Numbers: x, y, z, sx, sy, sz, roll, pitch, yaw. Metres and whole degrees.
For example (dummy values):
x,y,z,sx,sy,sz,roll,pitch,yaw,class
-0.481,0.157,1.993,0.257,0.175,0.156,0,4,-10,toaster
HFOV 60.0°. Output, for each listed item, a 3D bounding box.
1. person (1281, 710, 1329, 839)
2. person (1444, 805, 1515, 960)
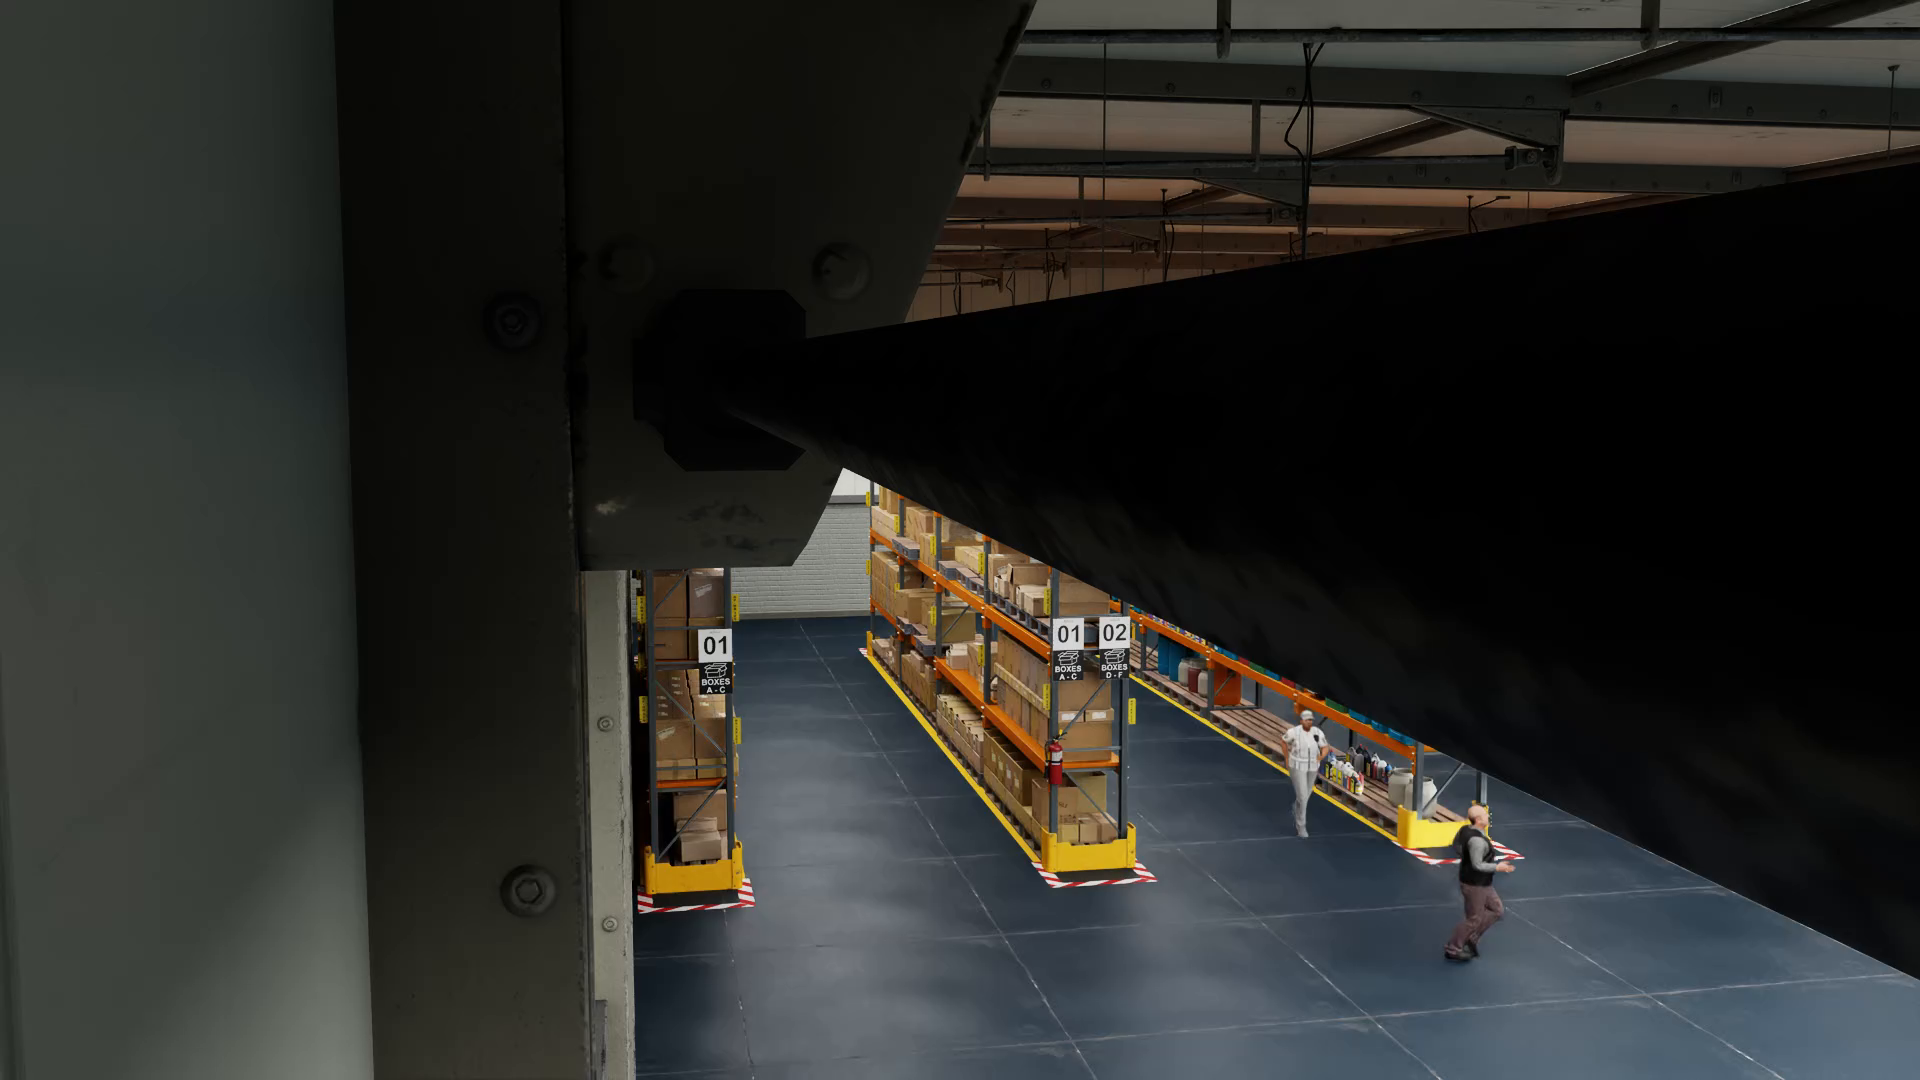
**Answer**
x,y,z,sx,sy,sz,roll,pitch,yaw,class
4.695,3.142,22.671,0.585,1.720,0.818,-1,6,-11,person
5.502,3.649,17.617,0.689,1.715,0.633,1,6,14,person
